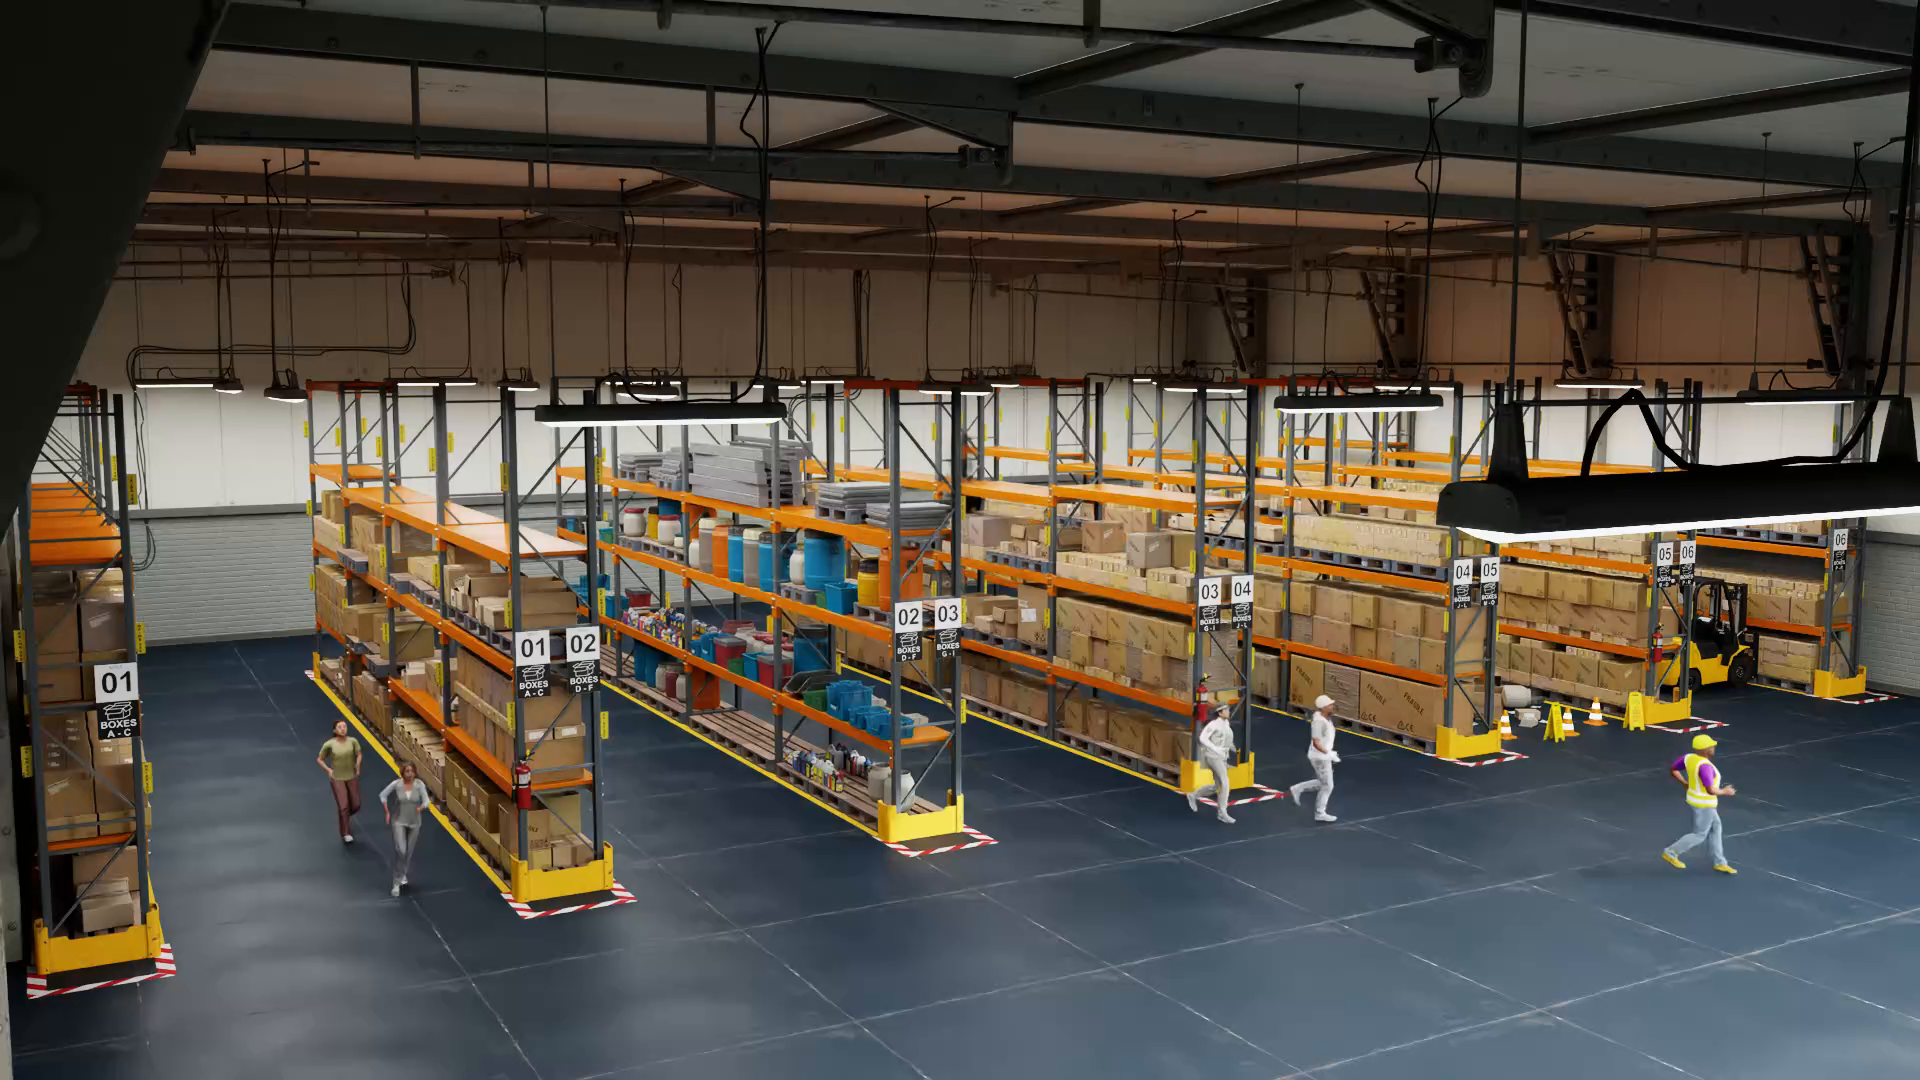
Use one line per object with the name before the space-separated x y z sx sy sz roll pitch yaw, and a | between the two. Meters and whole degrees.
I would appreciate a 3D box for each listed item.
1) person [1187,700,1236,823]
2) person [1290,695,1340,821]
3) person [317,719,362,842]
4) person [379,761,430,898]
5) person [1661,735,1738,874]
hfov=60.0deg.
person | 3.574 3.057 23.239 0.777 1.679 0.660 4 7 35
person | 4.941 3.014 23.108 0.687 1.756 0.703 2 6 14
person | -8.227 3.172 22.125 0.580 1.620 0.625 -4 7 -36
person | -6.631 3.451 19.940 0.537 1.596 0.696 -4 7 -31
person | 9.179 3.273 20.572 0.979 1.765 0.711 0 6 4
